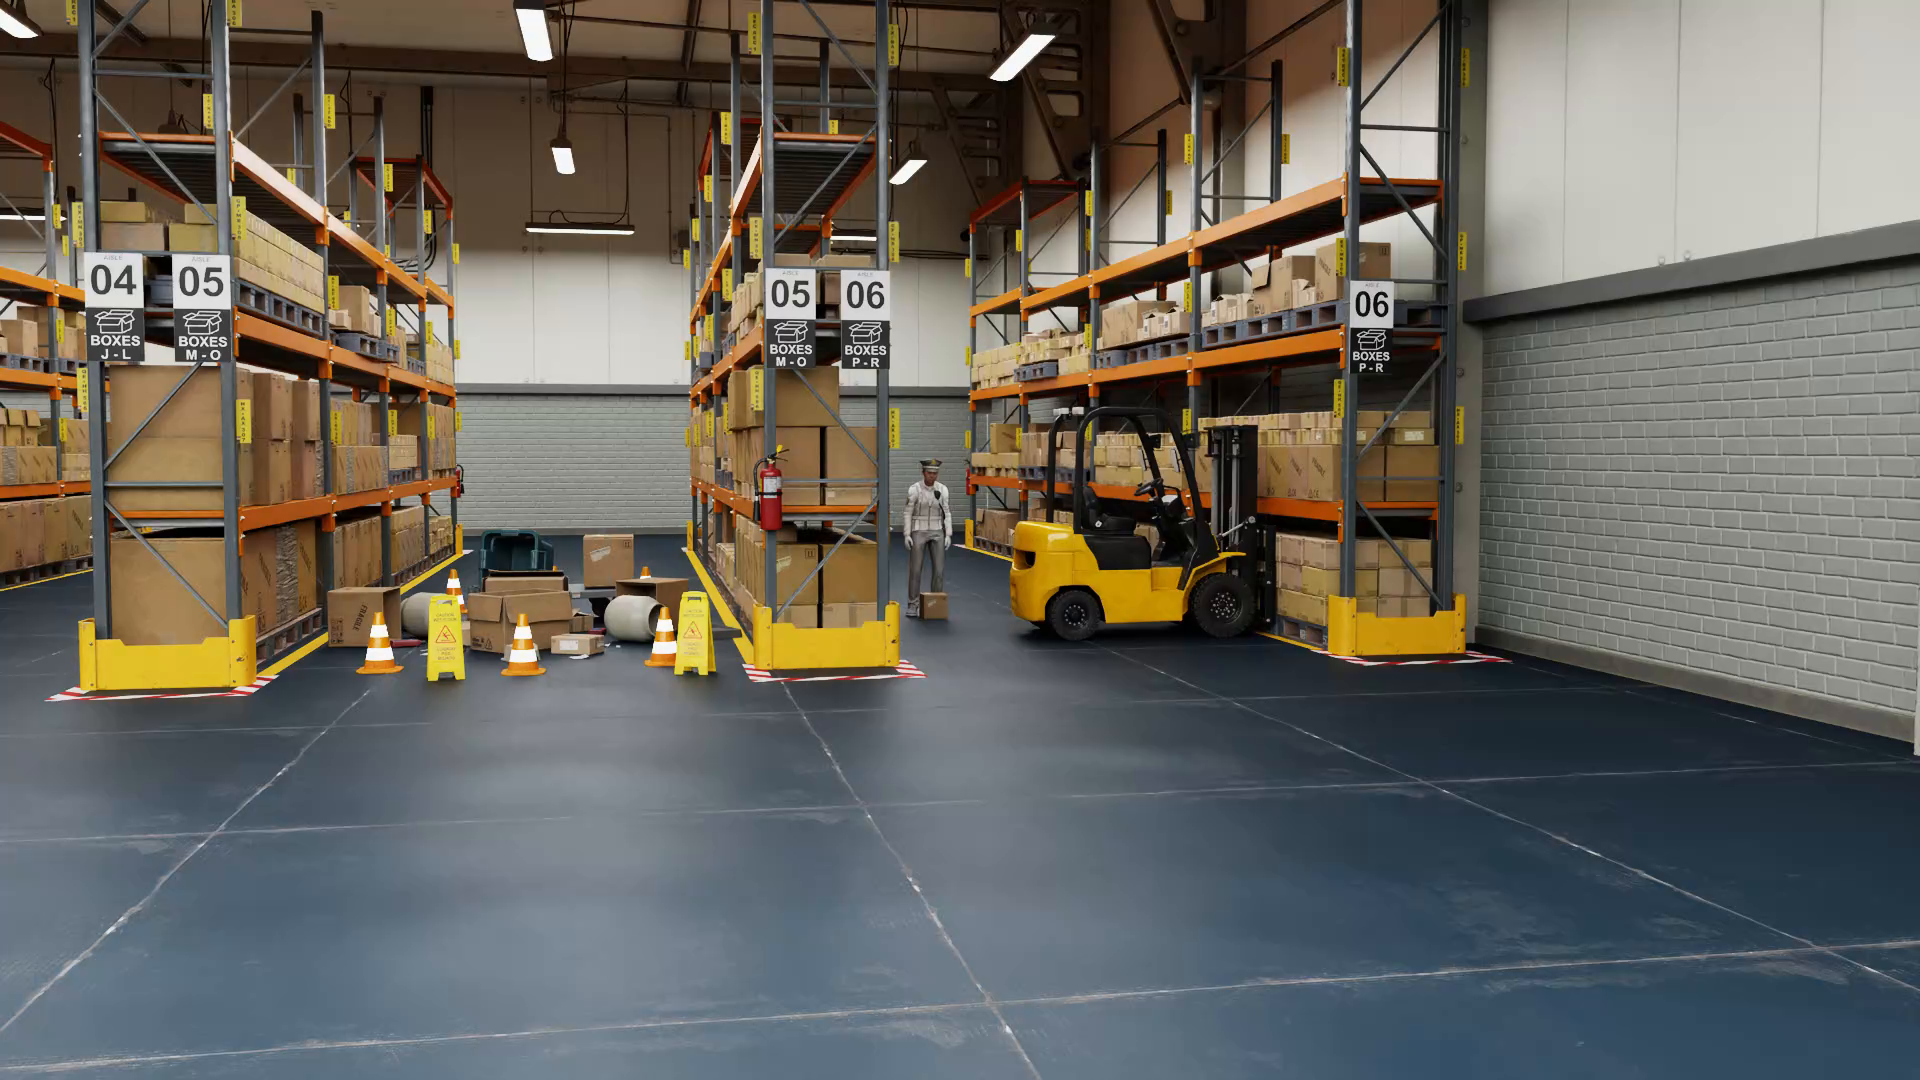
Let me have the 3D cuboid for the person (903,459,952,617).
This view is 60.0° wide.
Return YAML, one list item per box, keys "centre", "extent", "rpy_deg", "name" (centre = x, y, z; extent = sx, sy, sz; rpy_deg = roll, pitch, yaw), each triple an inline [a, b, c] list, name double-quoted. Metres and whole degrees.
- centre: [-0.342, -0.029, 17.647]
  extent: [0.525, 1.662, 0.374]
  rpy_deg: [-1, 3, -12]
  name: "person"
